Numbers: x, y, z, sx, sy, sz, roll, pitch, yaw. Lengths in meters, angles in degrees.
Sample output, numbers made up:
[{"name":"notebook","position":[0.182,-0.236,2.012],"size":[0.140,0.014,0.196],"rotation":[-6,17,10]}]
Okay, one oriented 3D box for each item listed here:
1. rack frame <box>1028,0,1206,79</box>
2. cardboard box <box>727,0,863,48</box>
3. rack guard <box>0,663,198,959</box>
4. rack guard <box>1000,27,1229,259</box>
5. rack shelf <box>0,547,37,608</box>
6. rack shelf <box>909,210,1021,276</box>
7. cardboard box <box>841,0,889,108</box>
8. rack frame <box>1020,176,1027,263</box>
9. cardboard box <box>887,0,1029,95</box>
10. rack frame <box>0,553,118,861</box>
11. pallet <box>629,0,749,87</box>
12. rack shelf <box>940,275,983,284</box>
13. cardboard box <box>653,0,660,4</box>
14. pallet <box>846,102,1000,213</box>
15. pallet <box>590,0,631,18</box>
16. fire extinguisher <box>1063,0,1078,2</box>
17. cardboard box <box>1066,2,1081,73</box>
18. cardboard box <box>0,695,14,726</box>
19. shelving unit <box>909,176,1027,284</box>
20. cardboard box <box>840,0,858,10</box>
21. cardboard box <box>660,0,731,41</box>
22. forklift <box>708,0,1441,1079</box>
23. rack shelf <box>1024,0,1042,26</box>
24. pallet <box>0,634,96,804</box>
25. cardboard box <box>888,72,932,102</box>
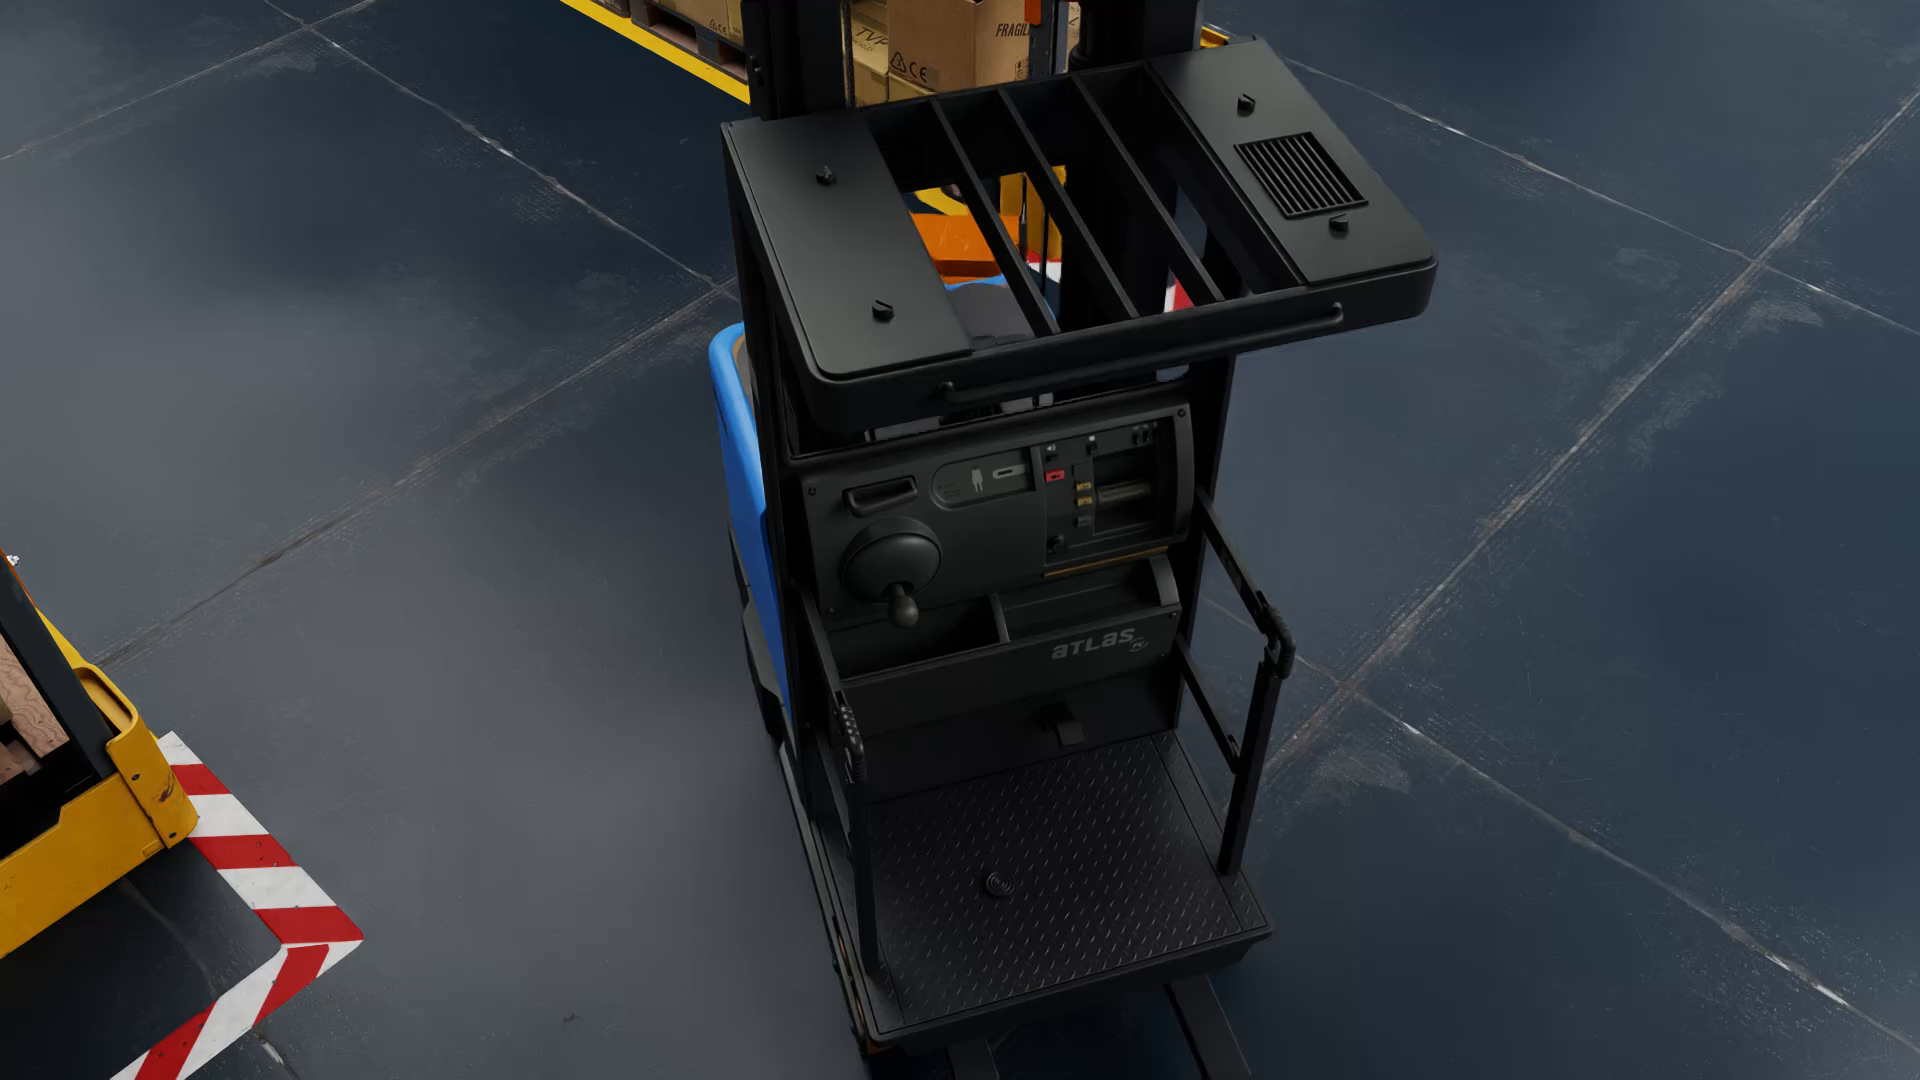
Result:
[{"name":"rack frame","position":[0.643,-2.574,6.109],"size":[0.127,3.000,1.000],"rotation":[34,55,28]},{"name":"cardboard box","position":[-0.695,-2.371,7.516],"size":[0.500,0.250,0.500],"rotation":[34,55,28]},{"name":"rack guard","position":[-2.770,0.900,4.563],"size":[0.348,0.500,1.175],"rotation":[34,55,28]},{"name":"rack guard","position":[0.661,-1.707,7.010],"size":[0.348,0.500,1.175],"rotation":[34,55,28]},{"name":"rack shelf","position":[-4.183,-0.661,4.807],"size":[4.000,0.370,1.077],"rotation":[34,55,28]},{"name":"rack shelf","position":[-0.047,-0.908,5.241],"size":[0.480,0.148,0.258],"rotation":[1,47,1]},{"name":"cardboard box","position":[-0.327,-2.124,7.285],"size":[0.500,0.250,0.500],"rotation":[34,55,28]},{"name":"rack frame","position":[0.197,-0.634,5.522],"size":[0.015,1.200,0.240],"rotation":[1,47,1]},{"name":"cardboard box","position":[0.047,-2.139,6.785],"size":[0.500,0.500,0.500],"rotation":[34,55,28]},{"name":"rack frame","position":[-2.714,0.081,3.616],"size":[0.127,3.000,1.000],"rotation":[34,55,28]},{"name":"pallet","position":[-0.839,-2.579,8.026],"size":[1.213,0.211,1.003],"rotation":[34,55,28]},{"name":"rack shelf","position":[-0.047,-0.746,5.413],"size":[0.480,0.148,0.258],"rotation":[1,47,1]},{"name":"cardboard box","position":[-1.433,-2.863,7.978],"size":[0.500,0.250,0.500],"rotation":[34,55,28]},{"name":"pallet","position":[0.053,-1.975,7.460],"size":[1.213,0.211,1.003],"rotation":[34,55,28]},{"name":"pallet","position":[-1.740,-3.182,8.593],"size":[1.213,0.211,1.003],"rotation":[34,55,28]},{"name":"fire extinguisher","position":[0.415,-2.240,5.849],"size":[0.183,0.674,0.296],"rotation":[34,55,28]},{"name":"cardboard box","position":[0.400,-2.161,7.320],"size":[0.500,0.250,0.500],"rotation":[34,55,28]},{"name":"cardboard box","position":[-3.161,0.461,4.802],"size":[0.500,0.311,0.500],"rotation":[28,53,24]},{"name":"shelving unit","position":[-0.047,-0.639,5.527],"size":[0.503,1.200,0.258],"rotation":[1,47,1]},{"name":"cardboard box","position":[-0.697,-2.626,7.241],"size":[0.500,0.500,0.500],"rotation":[34,55,28]},{"name":"cardboard box","position":[-1.062,-2.619,7.749],"size":[0.500,0.250,0.500],"rotation":[34,55,28]},{"name":"forklift","position":[0.165,0.035,3.707],"size":[1.130,2.935,3.031],"rotation":[-13,48,-12]},{"name":"rack shelf","position":[-0.826,-3.317,7.300],"size":[4.000,0.370,1.077],"rotation":[34,55,28]},{"name":"pallet","position":[-3.343,0.578,5.063],"size":[1.213,0.211,1.003],"rotation":[34,55,28]},{"name":"cardboard box","position":[0.049,-1.884,7.059],"size":[0.500,0.250,0.500],"rotation":[34,55,28]}]
